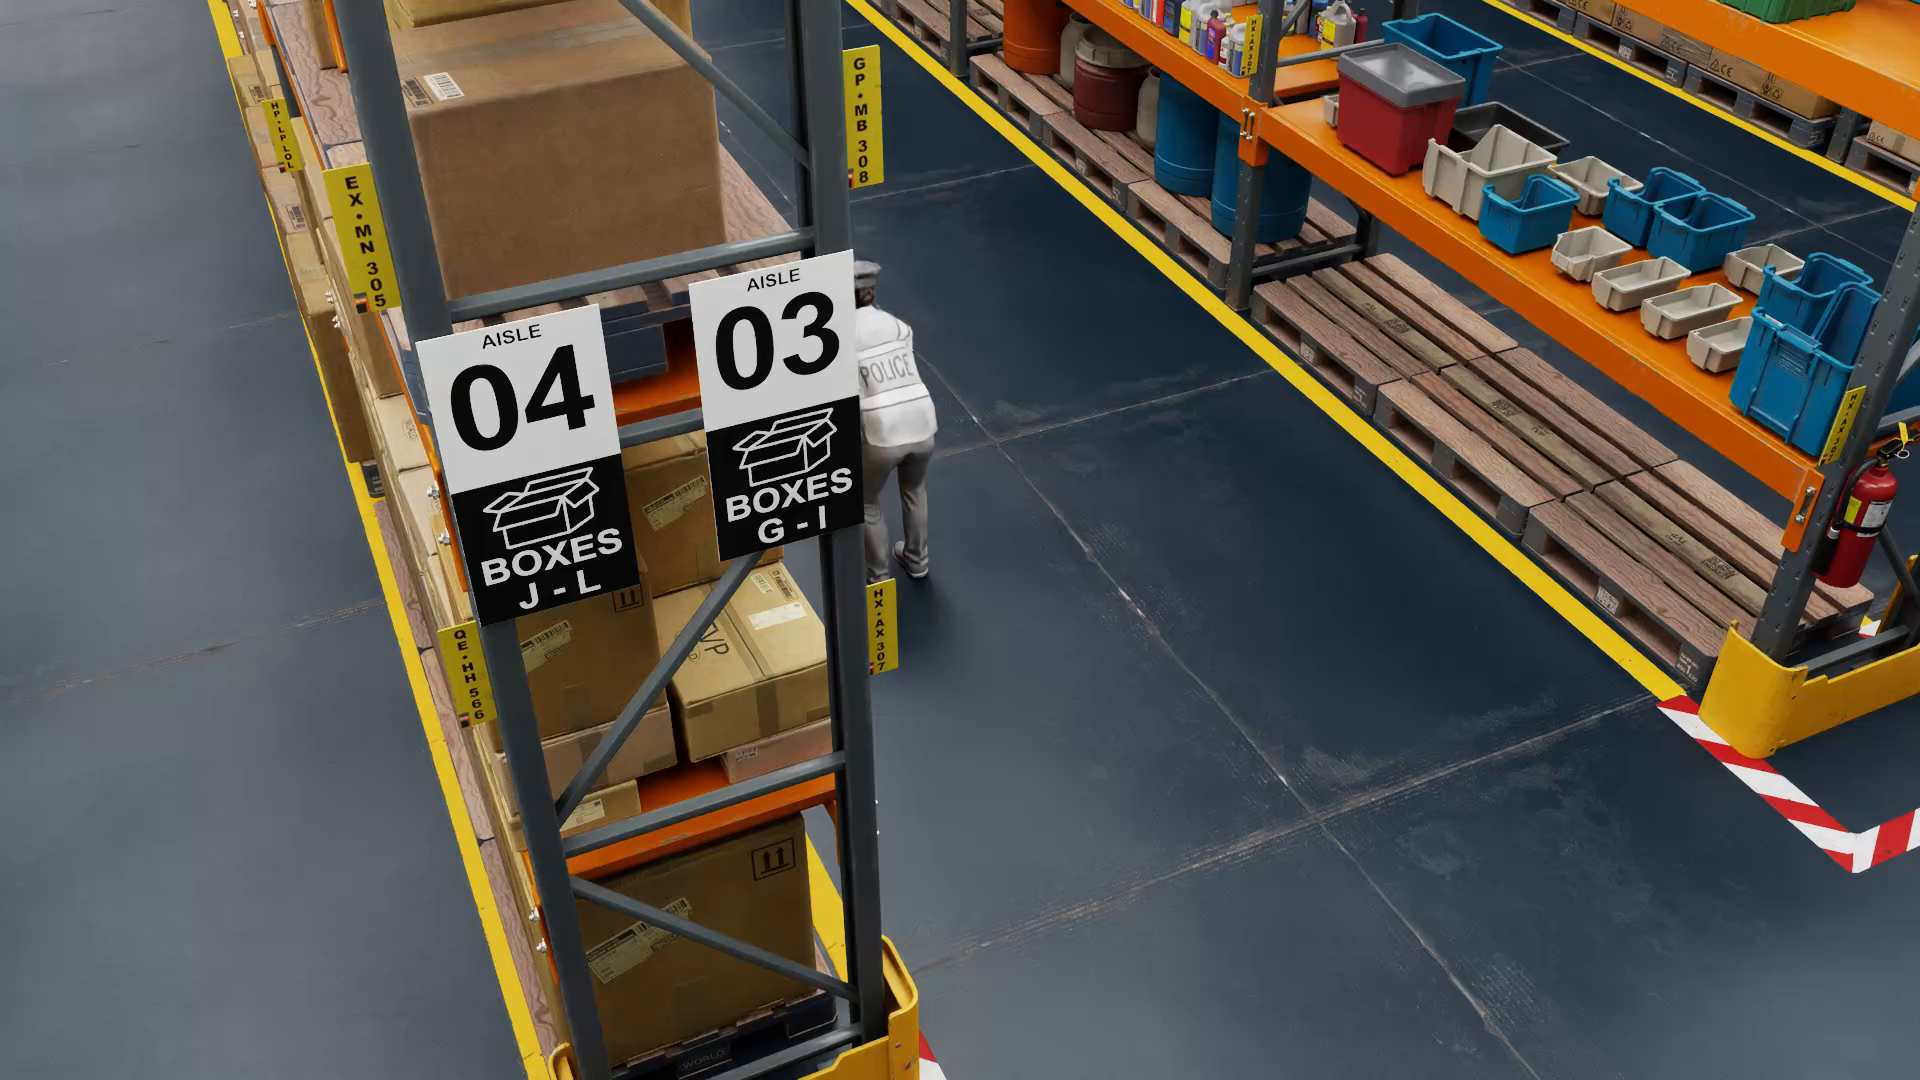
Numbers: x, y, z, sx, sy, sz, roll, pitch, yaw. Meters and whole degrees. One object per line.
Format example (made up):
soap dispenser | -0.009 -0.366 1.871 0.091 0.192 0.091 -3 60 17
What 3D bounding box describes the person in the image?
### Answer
person | -0.379 -0.503 7.625 0.405 1.530 0.693 -17 41 -21
